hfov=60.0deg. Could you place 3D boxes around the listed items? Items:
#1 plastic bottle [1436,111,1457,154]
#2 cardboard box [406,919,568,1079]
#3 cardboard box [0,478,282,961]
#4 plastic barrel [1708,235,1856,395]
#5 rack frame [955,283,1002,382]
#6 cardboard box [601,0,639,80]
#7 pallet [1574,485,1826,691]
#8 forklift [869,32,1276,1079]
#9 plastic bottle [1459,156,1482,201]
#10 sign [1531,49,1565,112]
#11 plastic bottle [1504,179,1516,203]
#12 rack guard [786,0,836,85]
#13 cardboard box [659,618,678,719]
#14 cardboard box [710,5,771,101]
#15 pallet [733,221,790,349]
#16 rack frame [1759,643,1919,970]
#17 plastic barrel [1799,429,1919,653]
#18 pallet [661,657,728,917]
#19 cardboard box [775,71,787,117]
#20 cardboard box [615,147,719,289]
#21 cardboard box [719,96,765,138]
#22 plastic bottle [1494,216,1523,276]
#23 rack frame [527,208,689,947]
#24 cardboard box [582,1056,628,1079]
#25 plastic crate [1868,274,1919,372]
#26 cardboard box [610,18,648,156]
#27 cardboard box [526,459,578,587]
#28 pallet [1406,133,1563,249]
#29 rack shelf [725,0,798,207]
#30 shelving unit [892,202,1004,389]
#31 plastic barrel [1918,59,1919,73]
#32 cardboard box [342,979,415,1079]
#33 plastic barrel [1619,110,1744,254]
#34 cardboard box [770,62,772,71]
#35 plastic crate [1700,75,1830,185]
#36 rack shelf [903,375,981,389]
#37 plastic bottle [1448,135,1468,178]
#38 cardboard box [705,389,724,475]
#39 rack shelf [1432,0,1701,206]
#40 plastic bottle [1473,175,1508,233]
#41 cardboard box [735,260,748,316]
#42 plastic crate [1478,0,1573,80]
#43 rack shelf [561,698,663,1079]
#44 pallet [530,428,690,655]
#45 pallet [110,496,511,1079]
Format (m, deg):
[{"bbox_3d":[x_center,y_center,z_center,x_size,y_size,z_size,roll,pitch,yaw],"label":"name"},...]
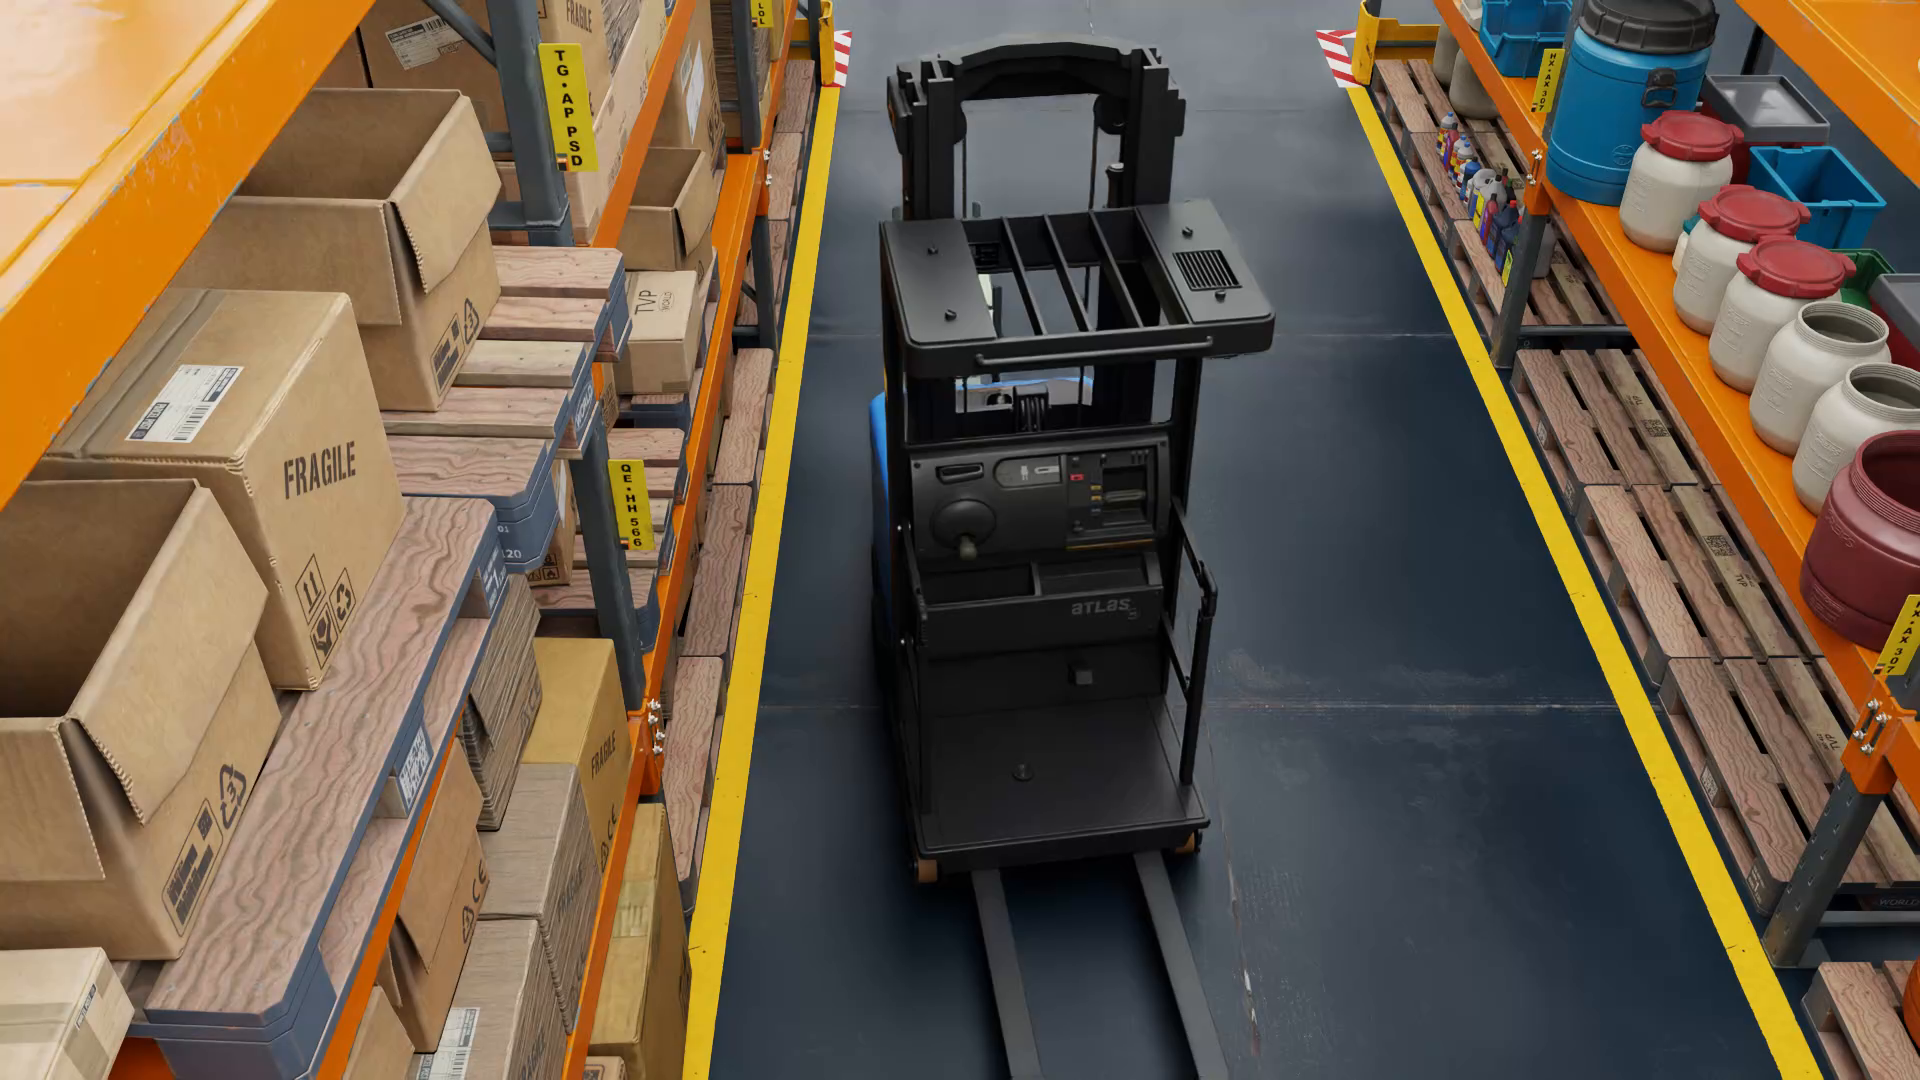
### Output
[{"bbox_3d":[3.134,-2.623,10.700,0.097,0.271,0.097,0,39,0],"label":"plastic bottle"},{"bbox_3d":[-1.253,1.262,3.942,0.500,0.500,0.500,-1,39,-2],"label":"cardboard box"},{"bbox_3d":[-1.476,0.259,2.457,0.797,0.503,0.637,-1,39,-1],"label":"cardboard box"},{"bbox_3d":[3.231,-0.874,6.579,0.433,0.535,0.433,0,39,0],"label":"plastic barrel"},{"bbox_3d":[-0.027,-0.465,7.376,0.400,1.500,0.023,-4,39,-5],"label":"rack frame"},{"bbox_3d":[-1.240,-1.660,4.790,0.500,0.500,0.500,0,39,0],"label":"cardboard box"},{"bbox_3d":[3.492,0.195,7.583,1.003,0.211,1.213,0,39,0],"label":"pallet"},{"bbox_3d":[0.323,-0.073,5.743,1.130,2.935,3.031,-5,39,-7],"label":"forklift"},{"bbox_3d":[3.135,-2.220,10.197,0.097,0.271,0.097,0,39,0],"label":"plastic bottle"},{"bbox_3d":[2.898,-2.264,8.200,0.100,0.325,0.005,0,39,0],"label":"sign"},{"bbox_3d":[3.261,-2.001,9.915,0.061,0.283,0.133,0,39,0],"label":"plastic bottle"},{"bbox_3d":[-1.509,-3.624,12.118,1.175,0.500,0.348,0,39,0],"label":"rack guard"},{"bbox_3d":[-1.534,0.394,6.752,0.700,0.500,0.500,-3,39,-4],"label":"cardboard box"},{"bbox_3d":[-1.443,-2.582,8.501,0.875,0.500,0.500,0,39,0],"label":"cardboard box"},{"bbox_3d":[-1.541,-1.477,9.670,1.003,0.211,1.213,0,39,0],"label":"pallet"},{"bbox_3d":[3.453,0.352,5.157,1.000,3.000,0.127,0,39,0],"label":"rack frame"},{"bbox_3d":[3.149,0.009,5.476,0.600,0.536,0.708,0,39,0],"label":"plastic barrel"},{"bbox_3d":[-1.500,0.955,6.635,1.003,0.211,1.213,0,39,0],"label":"pallet"},{"bbox_3d":[-1.490,-3.071,11.092,0.500,0.500,0.500,10,40,12],"label":"cardboard box"},{"bbox_3d":[-1.410,-1.266,6.758,0.797,0.503,0.637,4,39,5],"label":"cardboard box"},{"bbox_3d":[-1.204,-2.182,8.521,0.380,0.149,0.250,0,39,0],"label":"cardboard box"},{"bbox_3d":[3.159,-1.690,9.472,0.144,0.351,0.185,-1,39,-1],"label":"plastic bottle"},{"bbox_3d":[-1.500,0.356,5.153,1.000,3.000,0.127,0,39,0],"label":"rack frame"},{"bbox_3d":[-1.527,2.010,4.452,1.225,0.875,0.875,0,39,0],"label":"cardboard box"},{"bbox_3d":[3.757,-0.683,6.398,0.402,0.464,0.583,0,39,0],"label":"plastic crate"},{"bbox_3d":[-1.246,-1.371,5.029,0.500,0.250,0.500,1,39,1],"label":"cardboard box"},{"bbox_3d":[-1.541,-0.185,5.411,0.500,0.500,0.500,-5,39,-6],"label":"cardboard box"},{"bbox_3d":[3.485,-2.246,10.629,1.003,0.211,1.213,0,39,0],"label":"pallet"},{"bbox_3d":[-1.507,-3.115,10.060,1.077,0.370,4.000,0,39,0],"label":"rack shelf"},{"bbox_3d":[-0.067,-0.692,7.660,0.431,1.500,0.755,-4,39,-5],"label":"shelving unit"},{"bbox_3d":[3.218,-1.559,5.255,0.301,0.262,0.301,0,39,0],"label":"plastic barrel"},{"bbox_3d":[-1.510,1.210,3.205,0.797,0.503,0.637,1,39,1],"label":"cardboard box"},{"bbox_3d":[3.230,-1.604,7.489,0.433,0.535,0.433,0,39,0],"label":"plastic barrel"},{"bbox_3d":[-1.229,-2.651,9.106,0.380,0.149,0.250,0,39,0],"label":"cardboard box"},{"bbox_3d":[3.755,-1.871,7.881,0.402,0.464,0.583,0,39,0],"label":"plastic crate"},{"bbox_3d":[-0.067,-0.438,7.864,0.431,0.370,0.720,-4,39,-5],"label":"rack shelf"},{"bbox_3d":[3.134,-2.409,10.433,0.097,0.271,0.097,0,39,0],"label":"plastic bottle"},{"bbox_3d":[-1.544,-0.659,8.067,0.700,0.500,0.500,0,39,0],"label":"cardboard box"},{"bbox_3d":[3.446,-3.119,10.064,1.077,0.370,4.000,0,39,0],"label":"rack shelf"},{"bbox_3d":[3.159,-2.012,9.873,0.144,0.351,0.185,0,39,0],"label":"plastic bottle"},{"bbox_3d":[-1.465,-1.584,9.237,0.500,0.500,0.500,-1,39,-1],"label":"cardboard box"},{"bbox_3d":[3.175,-2.783,9.188,0.499,0.251,0.616,0,39,0],"label":"plastic crate"},{"bbox_3d":[-1.498,1.887,3.817,1.077,0.370,4.000,0,39,0],"label":"rack shelf"},{"bbox_3d":[-1.607,-0.015,5.769,1.213,0.211,1.003,0,39,0],"label":"pallet"},{"bbox_3d":[-1.442,0.361,2.899,1.003,0.211,1.213,2,39,2],"label":"pallet"}]
